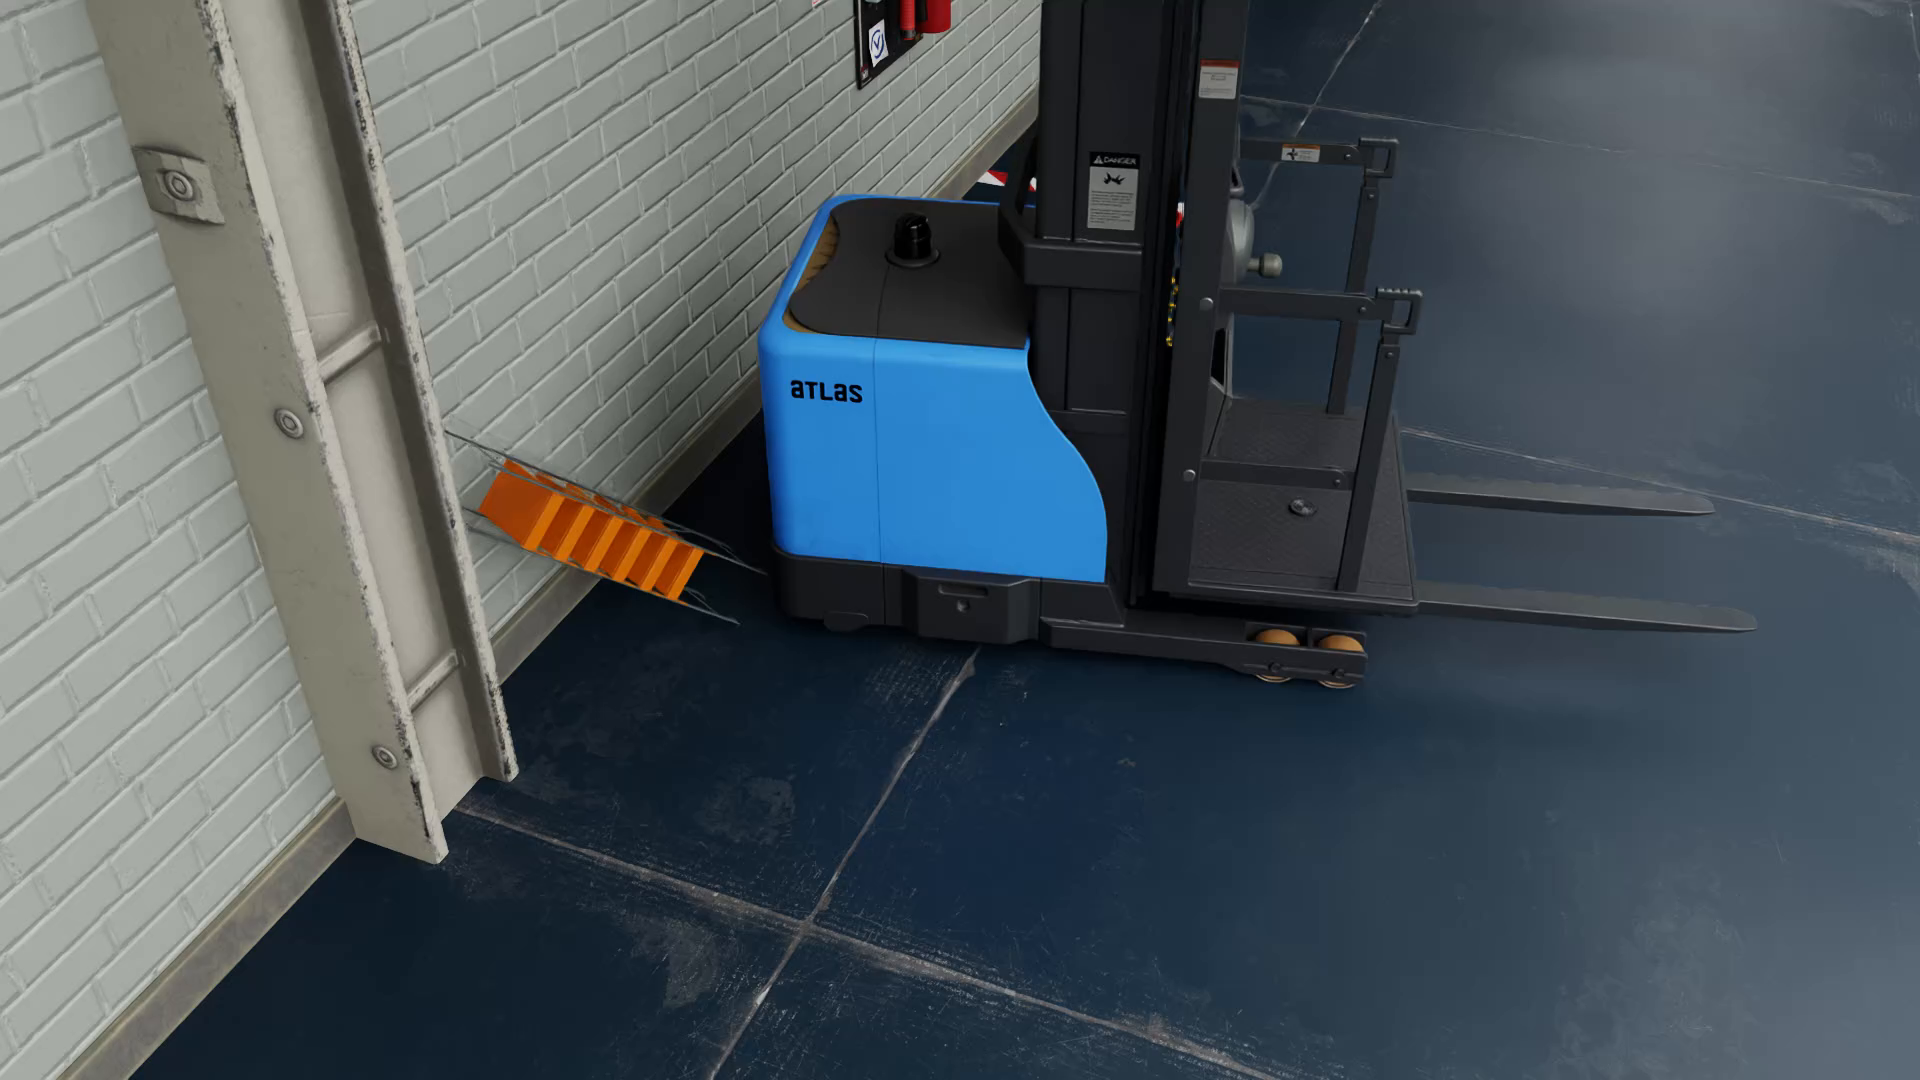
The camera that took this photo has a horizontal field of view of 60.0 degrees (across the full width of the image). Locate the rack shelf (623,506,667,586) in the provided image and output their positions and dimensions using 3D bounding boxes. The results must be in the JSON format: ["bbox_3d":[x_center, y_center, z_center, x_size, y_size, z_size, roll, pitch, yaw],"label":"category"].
[{"bbox_3d":[-0.989,0.021,5.068,0.221,0.171,0.034,32,3,35],"label":"rack shelf"}]

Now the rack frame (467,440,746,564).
[{"bbox_3d":[-1.013,-0.093,4.951,0.228,0.002,1.046,32,3,35],"label":"rack frame"}]

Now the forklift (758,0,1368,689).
[{"bbox_3d":[0.961,-1.057,4.716,3.031,2.935,1.130,5,37,7],"label":"forklift"}]

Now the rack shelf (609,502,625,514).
[{"bbox_3d":[-1.047,-0.008,4.976,0.199,0.166,0.020,32,3,35],"label":"rack shelf"}]

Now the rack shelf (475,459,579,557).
[{"bbox_3d":[-1.224,-0.096,4.699,0.258,0.180,0.103,32,3,35],"label":"rack shelf"}]

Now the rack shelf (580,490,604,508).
[{"bbox_3d":[-1.109,-0.039,4.878,0.199,0.166,0.020,32,3,35],"label":"rack shelf"}]

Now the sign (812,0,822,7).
[{"bbox_3d":[7.911,-5.353,10.324,11.513,0.391,16.451,14,39,18],"label":"sign"}]

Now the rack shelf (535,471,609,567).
[{"bbox_3d":[-1.161,-0.065,4.796,0.258,0.180,0.103,32,3,35],"label":"rack shelf"}]

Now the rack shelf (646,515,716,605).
[{"bbox_3d":[-0.912,0.059,5.188,0.258,0.180,0.103,32,3,35],"label":"rack shelf"}]

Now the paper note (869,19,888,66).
[{"bbox_3d":[-0.324,-1.983,6.633,0.016,0.148,0.142,14,39,18],"label":"paper note"}]

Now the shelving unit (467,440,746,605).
[{"bbox_3d":[-1.059,-0.016,4.956,0.258,0.183,1.046,32,3,35],"label":"shelving unit"}]

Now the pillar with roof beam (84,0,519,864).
[{"bbox_3d":[2.481,-1.878,0.746,9.100,9.000,0.400,14,39,18],"label":"pillar with roof beam"}]
